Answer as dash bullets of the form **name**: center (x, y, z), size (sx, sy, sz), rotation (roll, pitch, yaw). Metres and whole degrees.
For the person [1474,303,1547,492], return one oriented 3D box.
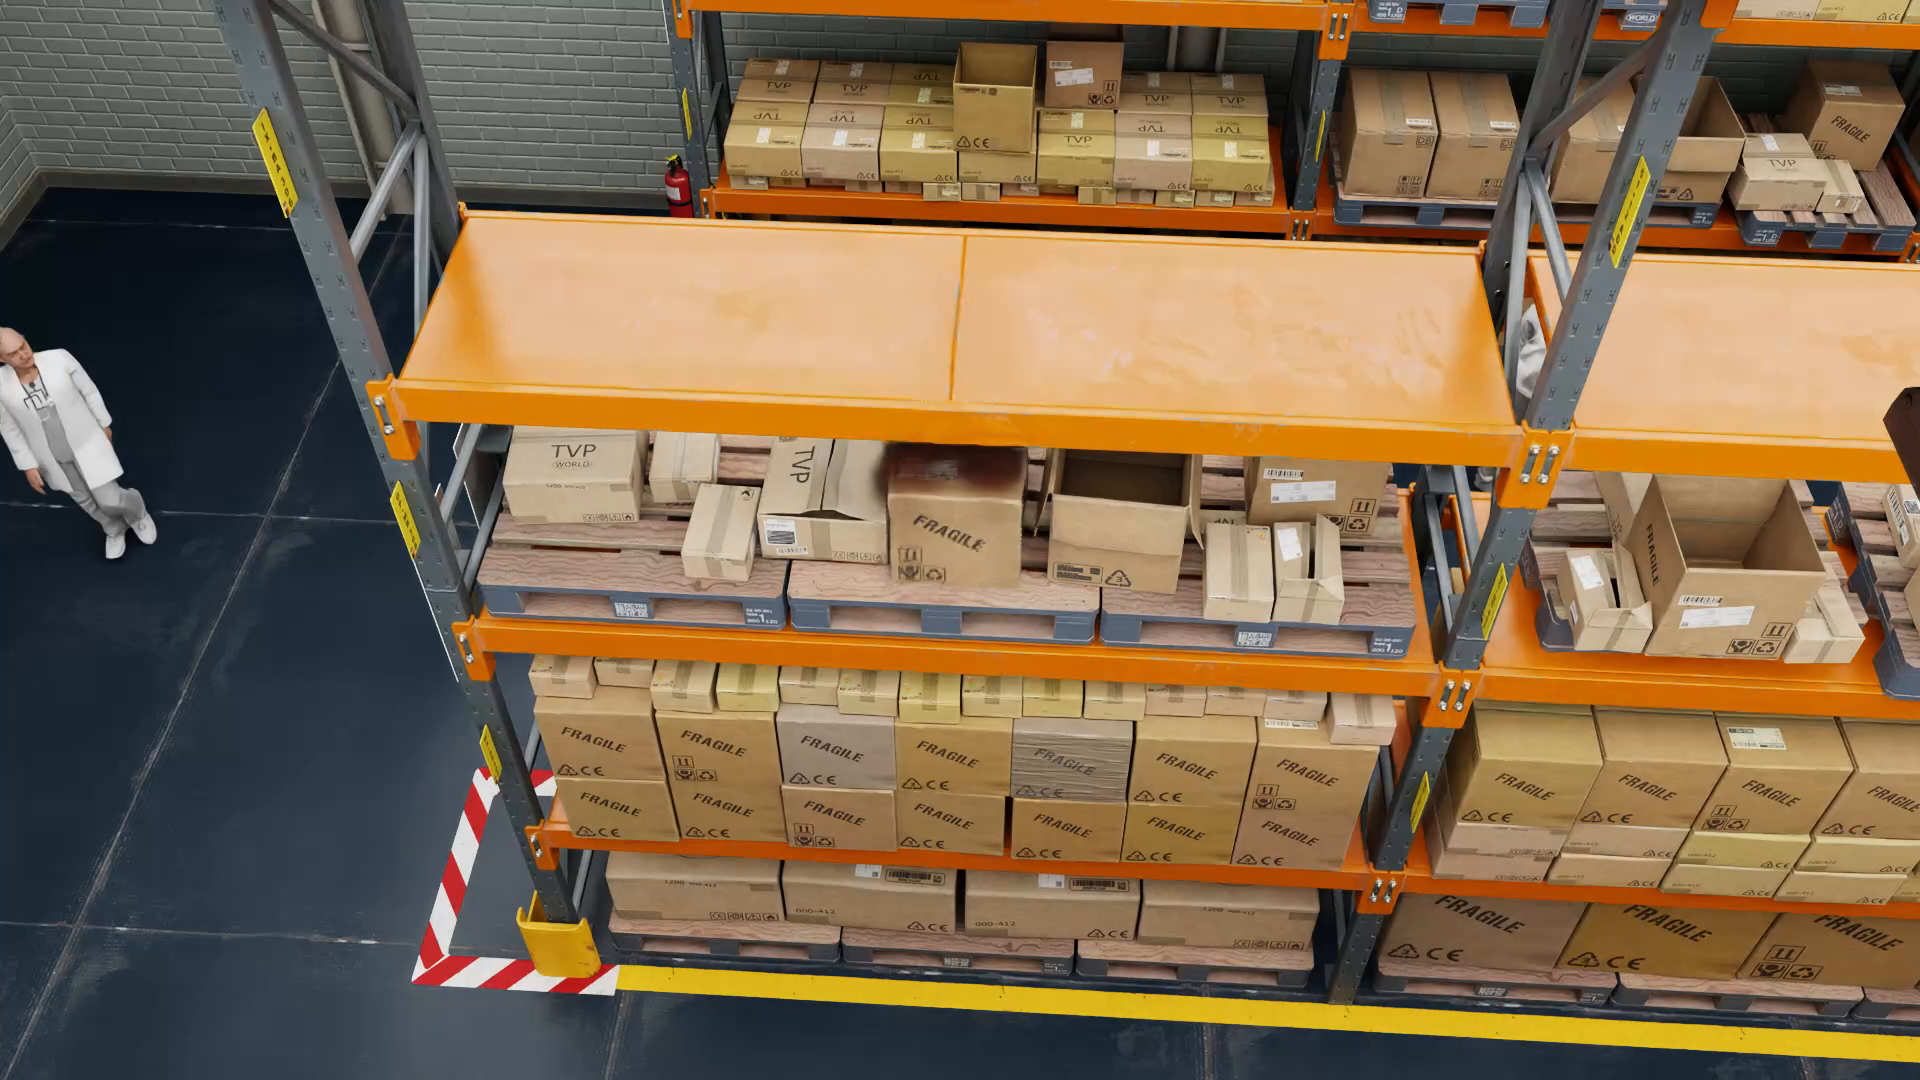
- **person**: center (3.662, -0.950, 10.407), size (0.603, 1.767, 0.452), rotation (3, 48, 3)

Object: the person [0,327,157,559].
- **person**: center (-5.374, -0.536, 10.017), size (0.562, 1.792, 0.516), rotation (-9, 49, -8)
